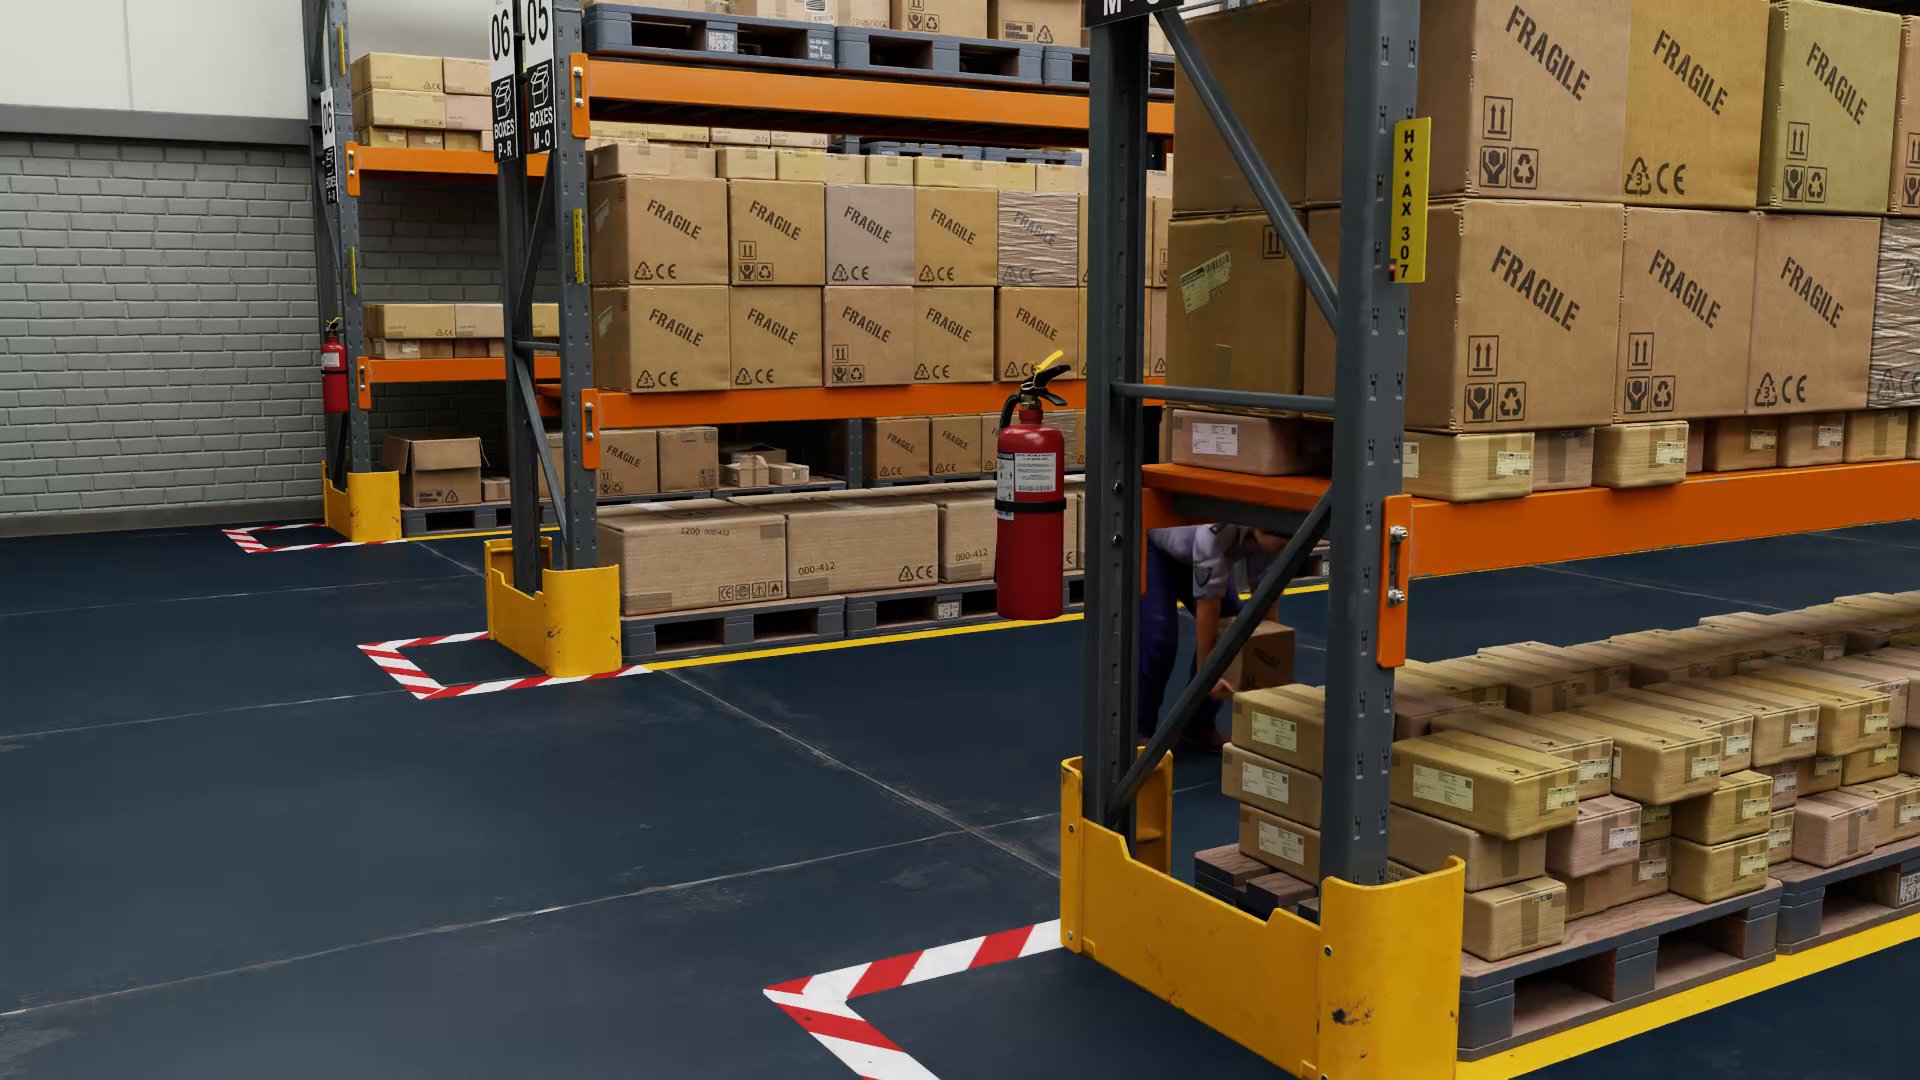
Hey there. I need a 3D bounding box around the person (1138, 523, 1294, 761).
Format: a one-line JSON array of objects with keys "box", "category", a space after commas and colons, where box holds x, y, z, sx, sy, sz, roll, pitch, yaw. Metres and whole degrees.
[{"box": [0.945, 0.313, 6.245, 0.462, 1.073, 0.904, -5, 10, -33], "category": "person"}]
